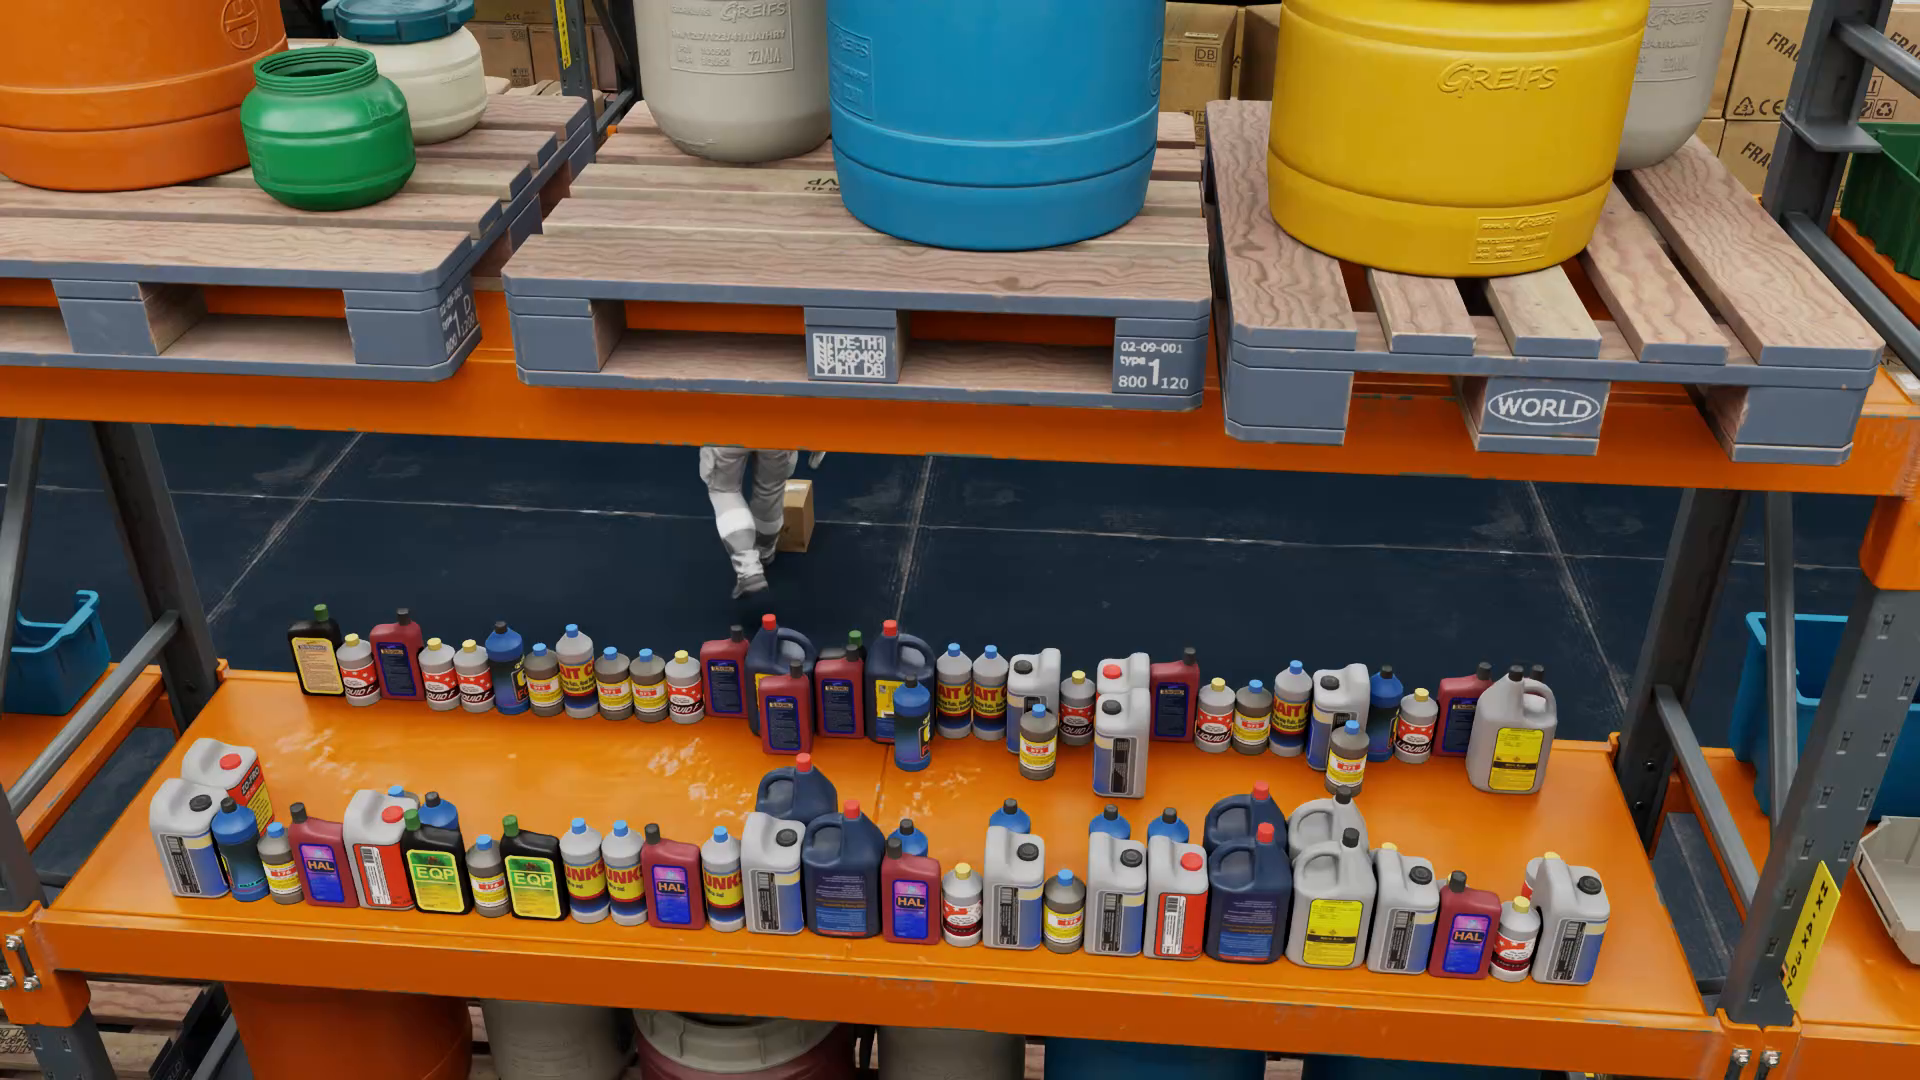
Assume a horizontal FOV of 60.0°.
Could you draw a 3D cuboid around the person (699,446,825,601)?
[{"bbox_3d":[-0.897,-0.550,7.033,0.631,1.752,0.856,-4,32,-6],"label":"person"}]
